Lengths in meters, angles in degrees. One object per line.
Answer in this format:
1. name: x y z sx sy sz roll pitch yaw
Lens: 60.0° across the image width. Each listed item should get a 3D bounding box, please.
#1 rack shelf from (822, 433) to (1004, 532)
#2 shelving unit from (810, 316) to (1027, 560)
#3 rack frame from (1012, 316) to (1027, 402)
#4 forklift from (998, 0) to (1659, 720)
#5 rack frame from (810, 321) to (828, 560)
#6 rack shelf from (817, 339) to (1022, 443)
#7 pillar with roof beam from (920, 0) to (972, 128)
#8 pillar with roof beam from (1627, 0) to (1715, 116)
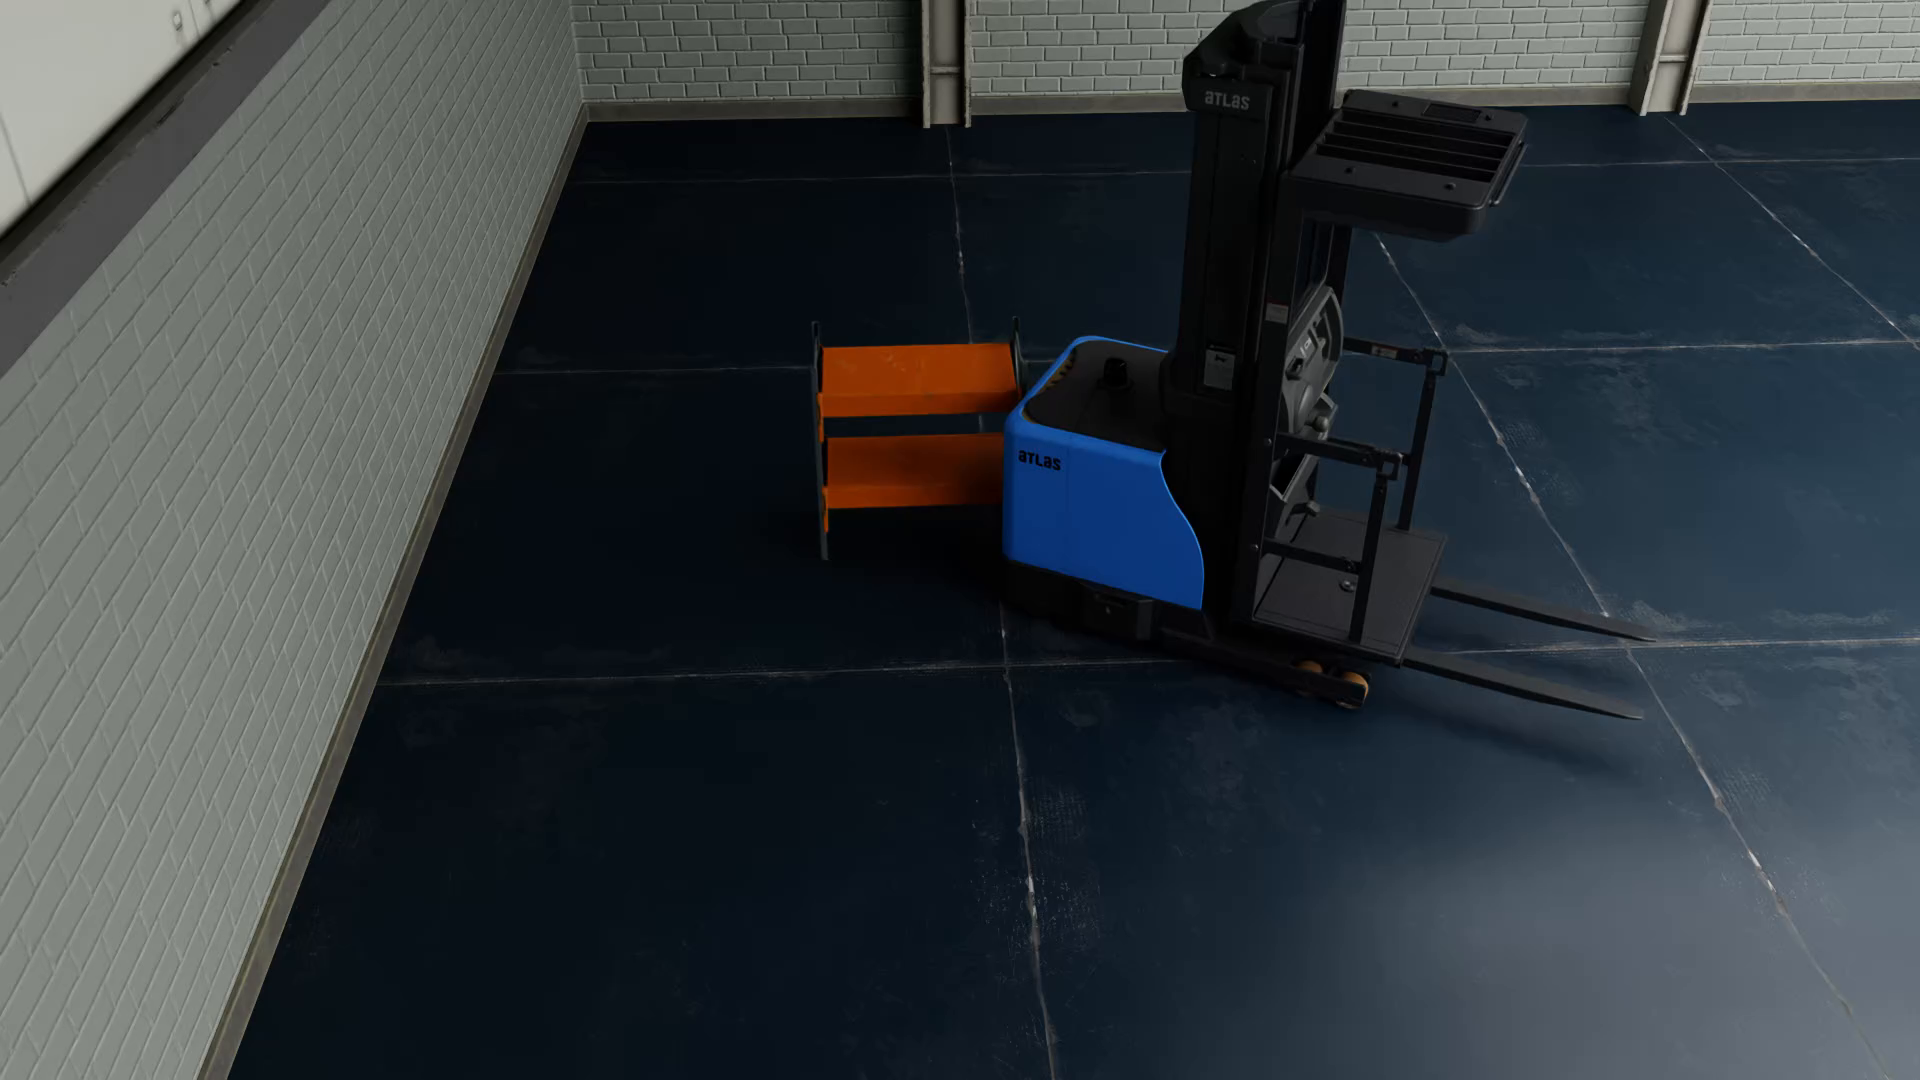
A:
1. rack shelf: -0.210 -0.316 8.684 1.000 0.278 0.538 -2 35 -3
2. shelving unit: -0.210 -0.517 8.545 1.048 1.125 0.538 -2 35 -3
3. rack frame: 0.297 -0.533 8.568 0.032 1.125 0.500 -2 35 -3
4. forklift: 1.750 -0.775 7.331 3.031 2.935 1.130 15 37 20
5. rack frame: -0.718 -0.501 8.522 0.032 1.125 0.500 -2 35 -3
6. rack shelf: -0.210 -0.758 8.378 1.000 0.278 0.538 -2 35 -3
7. pillar with roof beam: 0.089 -4.737 7.724 0.400 9.000 9.100 -2 35 -2
8. pillar with roof beam: 6.082 -4.899 7.957 0.400 9.000 9.100 -2 35 -2
